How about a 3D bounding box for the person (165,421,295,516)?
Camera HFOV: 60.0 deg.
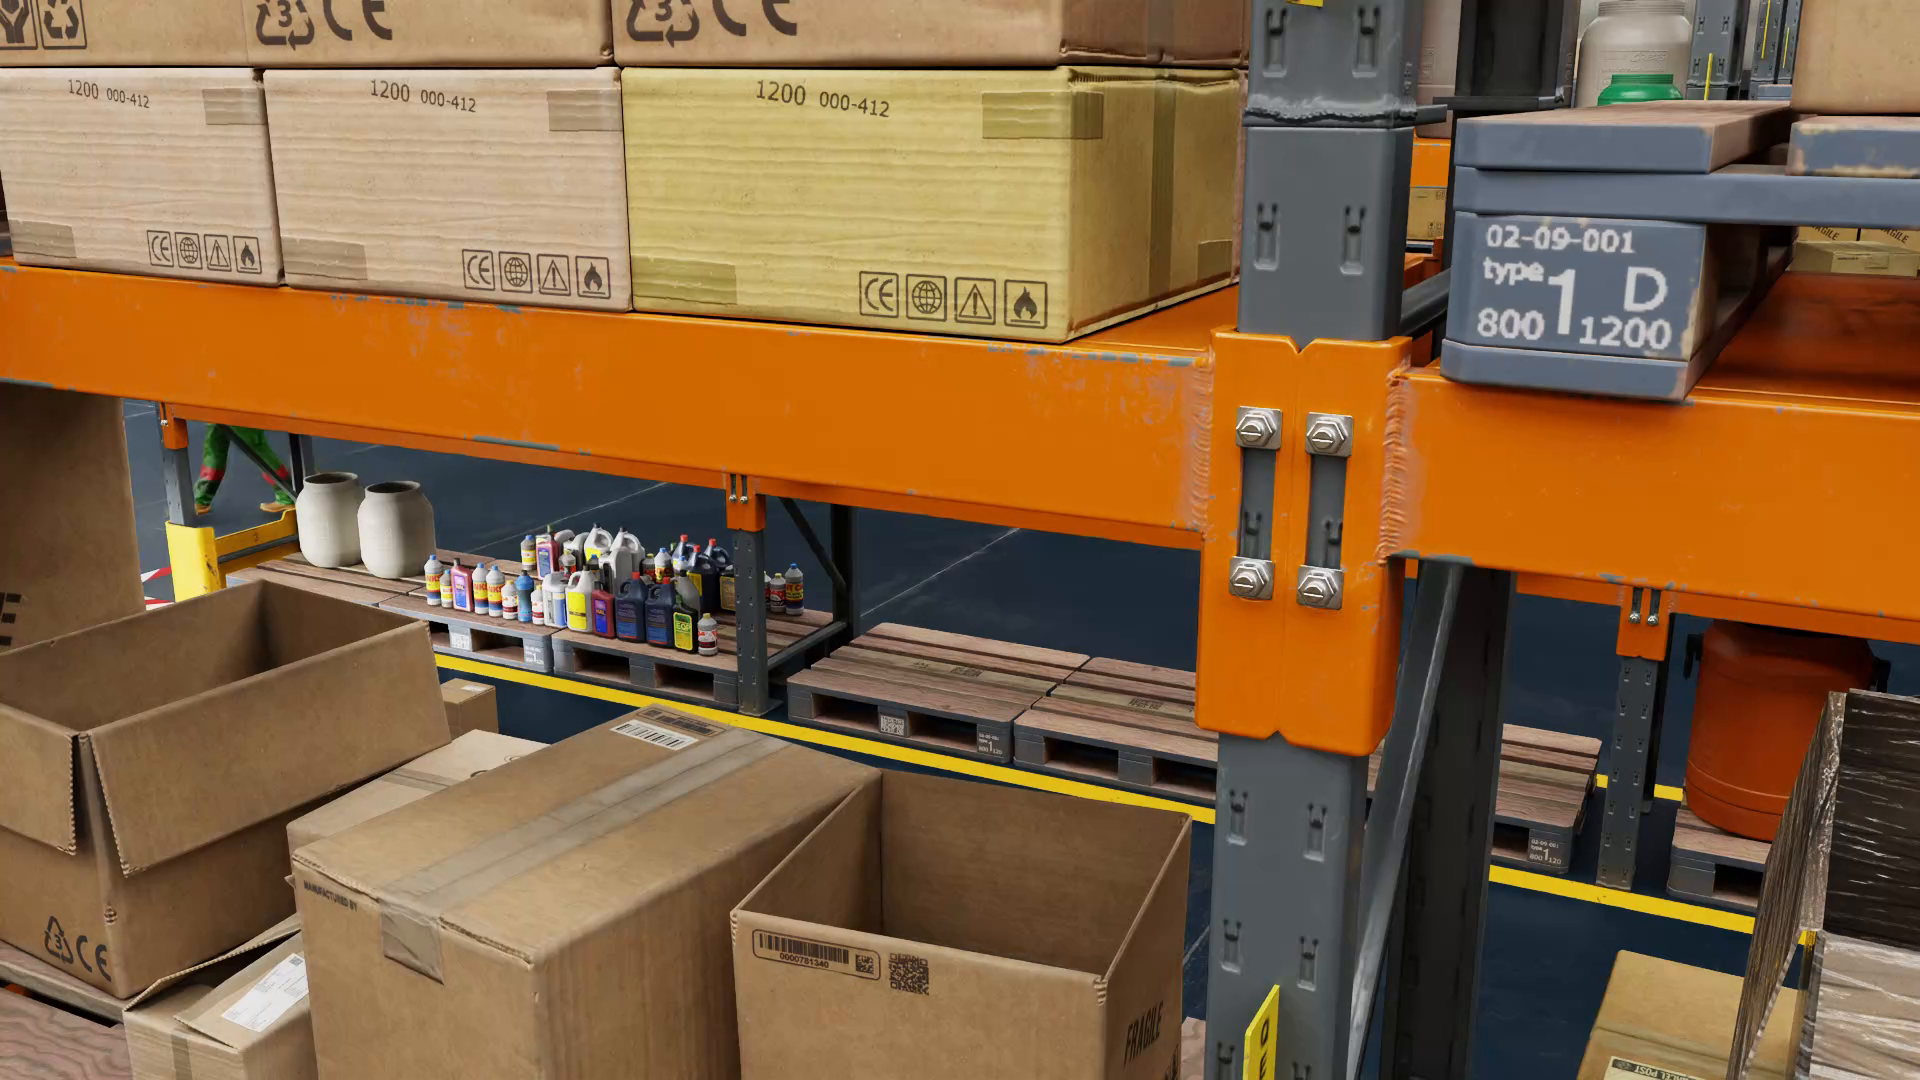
[{"bbox_3d":[-5.099,-0.981,11.463,0.897,1.736,0.615,-7,17,-22],"label":"person"}]
